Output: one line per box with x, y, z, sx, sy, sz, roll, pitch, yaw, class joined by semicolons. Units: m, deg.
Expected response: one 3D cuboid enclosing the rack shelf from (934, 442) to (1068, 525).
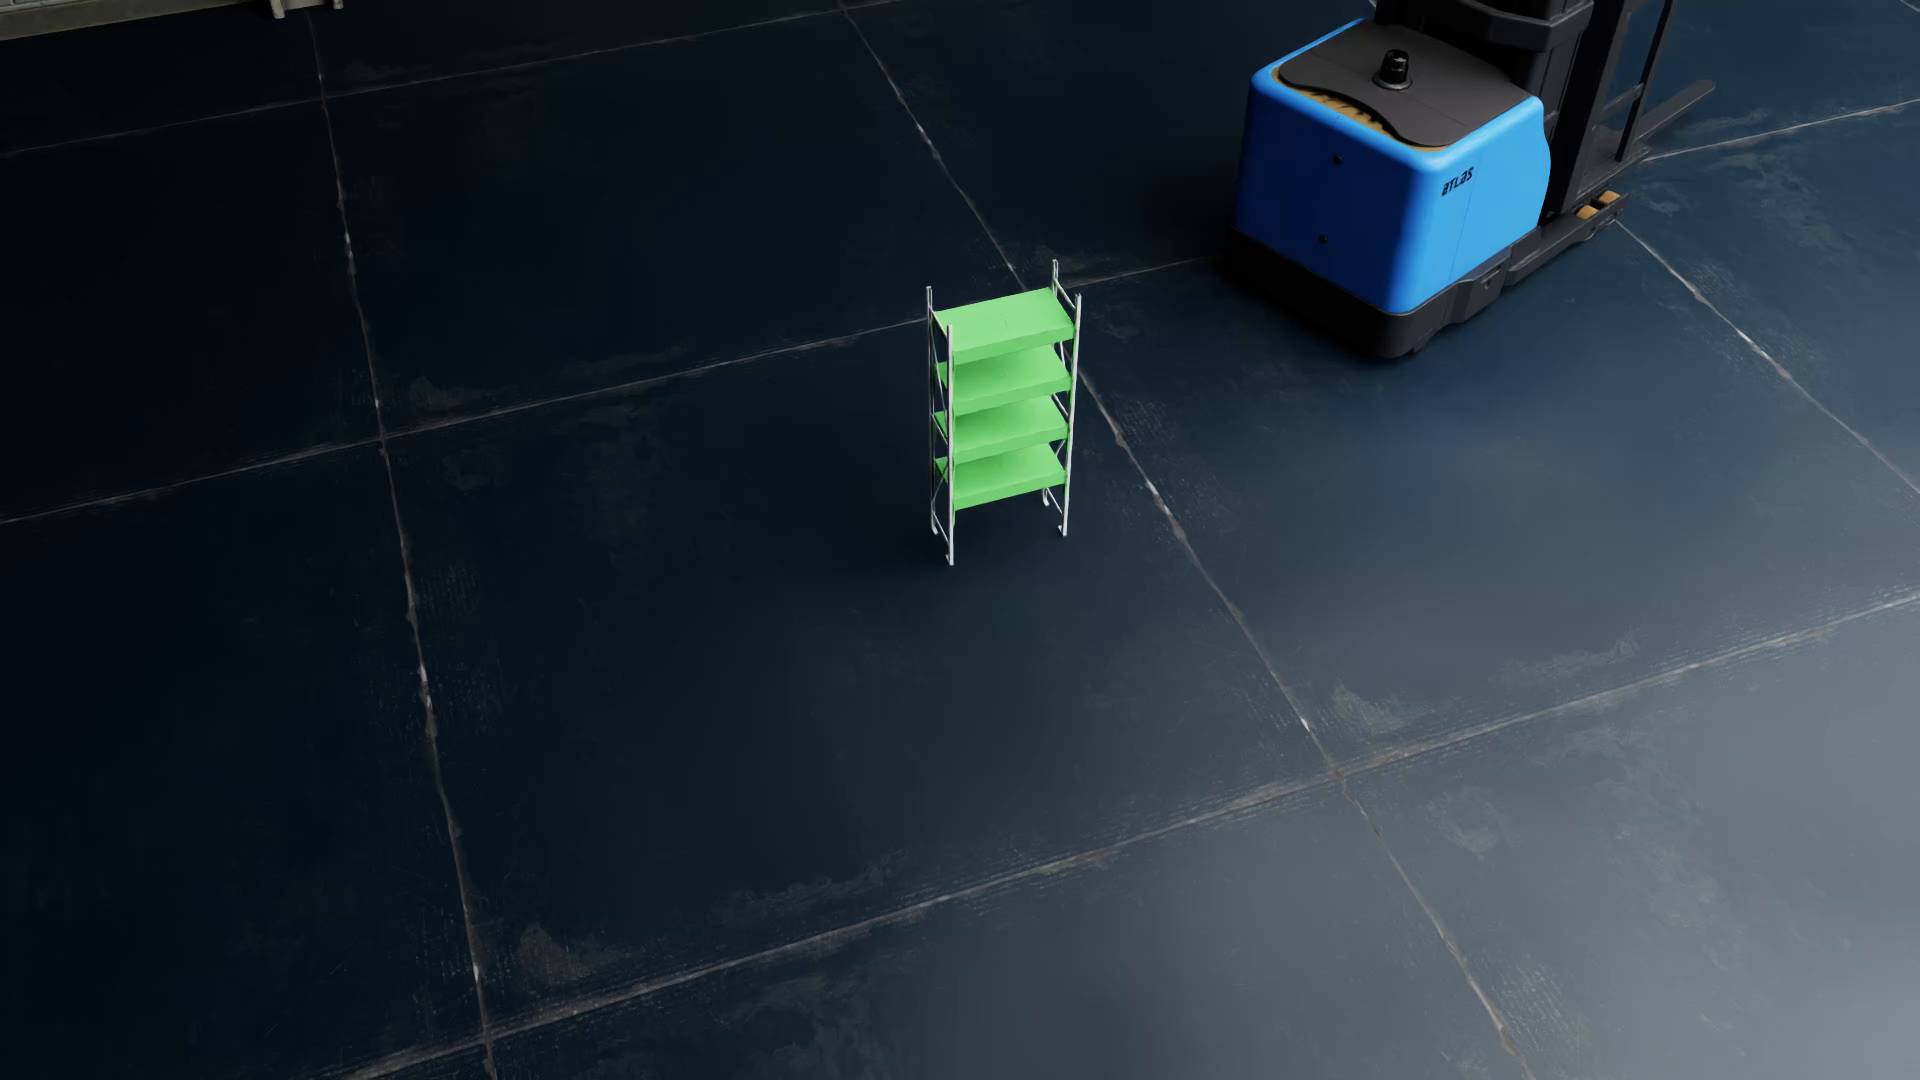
0.156;-0.249;6.580;0.480;0.148;0.258;-14;47;-14;rack shelf

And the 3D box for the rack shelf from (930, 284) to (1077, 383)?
0.156;-0.757;6.070;0.480;0.148;0.258;-14;47;-14;rack shelf

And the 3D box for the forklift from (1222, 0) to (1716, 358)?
2.686;-2.765;7.436;3.031;2.935;1.130;-33;54;-28;forklift

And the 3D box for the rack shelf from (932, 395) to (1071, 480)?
0.156;-0.418;6.410;0.480;0.148;0.258;-14;47;-14;rack shelf

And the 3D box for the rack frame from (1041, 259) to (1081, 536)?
0.385;-0.522;6.423;0.015;1.200;0.240;-14;47;-14;rack frame

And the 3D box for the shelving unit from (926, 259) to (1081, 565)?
0.156;-0.463;6.365;0.503;1.200;0.258;-14;47;-14;shelving unit

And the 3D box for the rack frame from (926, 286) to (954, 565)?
-0.074;-0.405;6.306;0.015;1.200;0.240;-14;47;-14;rack frame

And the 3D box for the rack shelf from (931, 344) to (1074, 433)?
0.156;-0.588;6.240;0.480;0.148;0.258;-14;47;-14;rack shelf
